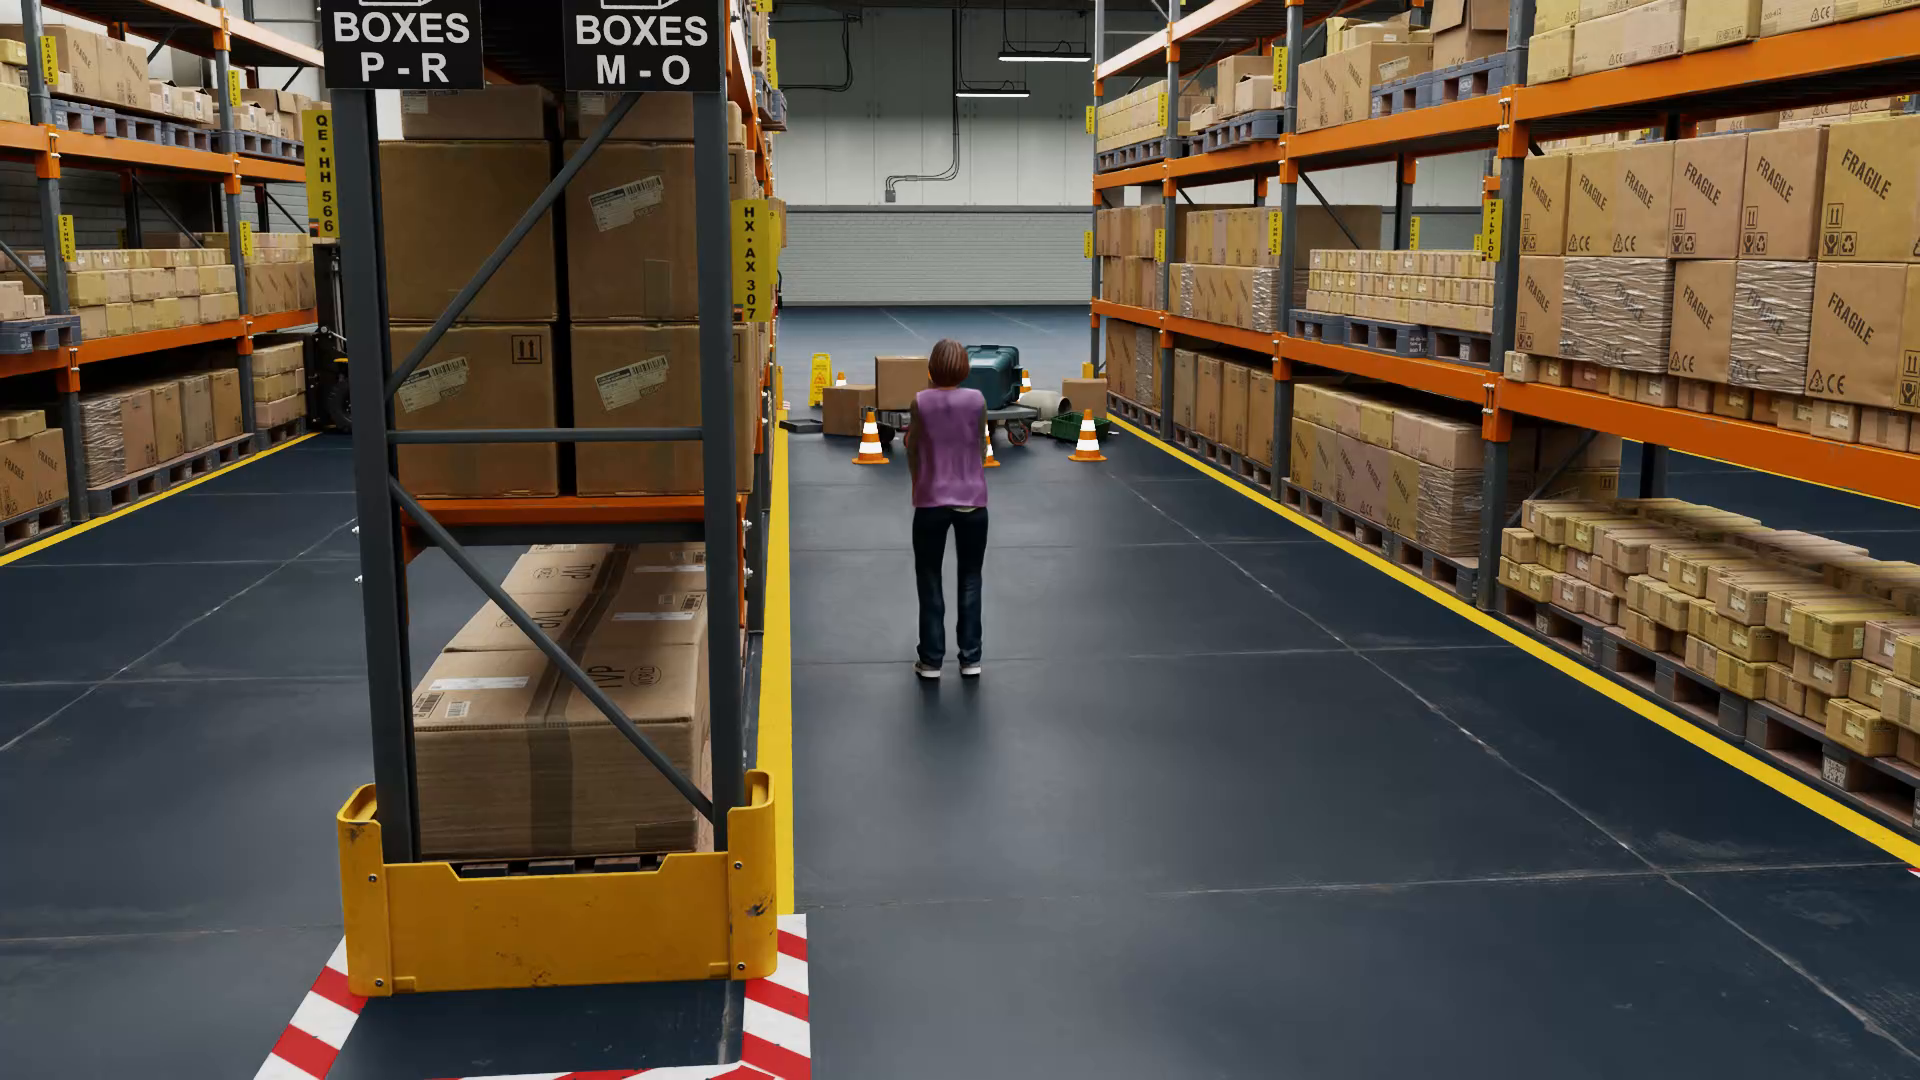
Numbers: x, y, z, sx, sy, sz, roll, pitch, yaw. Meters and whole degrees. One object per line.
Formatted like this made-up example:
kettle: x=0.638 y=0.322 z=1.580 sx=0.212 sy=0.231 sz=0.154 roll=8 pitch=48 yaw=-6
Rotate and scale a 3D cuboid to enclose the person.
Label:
person: x=-0.057 y=-0.157 z=7.820 sx=0.386 sy=1.598 sz=0.497 roll=-1 pitch=10 yaw=-6
